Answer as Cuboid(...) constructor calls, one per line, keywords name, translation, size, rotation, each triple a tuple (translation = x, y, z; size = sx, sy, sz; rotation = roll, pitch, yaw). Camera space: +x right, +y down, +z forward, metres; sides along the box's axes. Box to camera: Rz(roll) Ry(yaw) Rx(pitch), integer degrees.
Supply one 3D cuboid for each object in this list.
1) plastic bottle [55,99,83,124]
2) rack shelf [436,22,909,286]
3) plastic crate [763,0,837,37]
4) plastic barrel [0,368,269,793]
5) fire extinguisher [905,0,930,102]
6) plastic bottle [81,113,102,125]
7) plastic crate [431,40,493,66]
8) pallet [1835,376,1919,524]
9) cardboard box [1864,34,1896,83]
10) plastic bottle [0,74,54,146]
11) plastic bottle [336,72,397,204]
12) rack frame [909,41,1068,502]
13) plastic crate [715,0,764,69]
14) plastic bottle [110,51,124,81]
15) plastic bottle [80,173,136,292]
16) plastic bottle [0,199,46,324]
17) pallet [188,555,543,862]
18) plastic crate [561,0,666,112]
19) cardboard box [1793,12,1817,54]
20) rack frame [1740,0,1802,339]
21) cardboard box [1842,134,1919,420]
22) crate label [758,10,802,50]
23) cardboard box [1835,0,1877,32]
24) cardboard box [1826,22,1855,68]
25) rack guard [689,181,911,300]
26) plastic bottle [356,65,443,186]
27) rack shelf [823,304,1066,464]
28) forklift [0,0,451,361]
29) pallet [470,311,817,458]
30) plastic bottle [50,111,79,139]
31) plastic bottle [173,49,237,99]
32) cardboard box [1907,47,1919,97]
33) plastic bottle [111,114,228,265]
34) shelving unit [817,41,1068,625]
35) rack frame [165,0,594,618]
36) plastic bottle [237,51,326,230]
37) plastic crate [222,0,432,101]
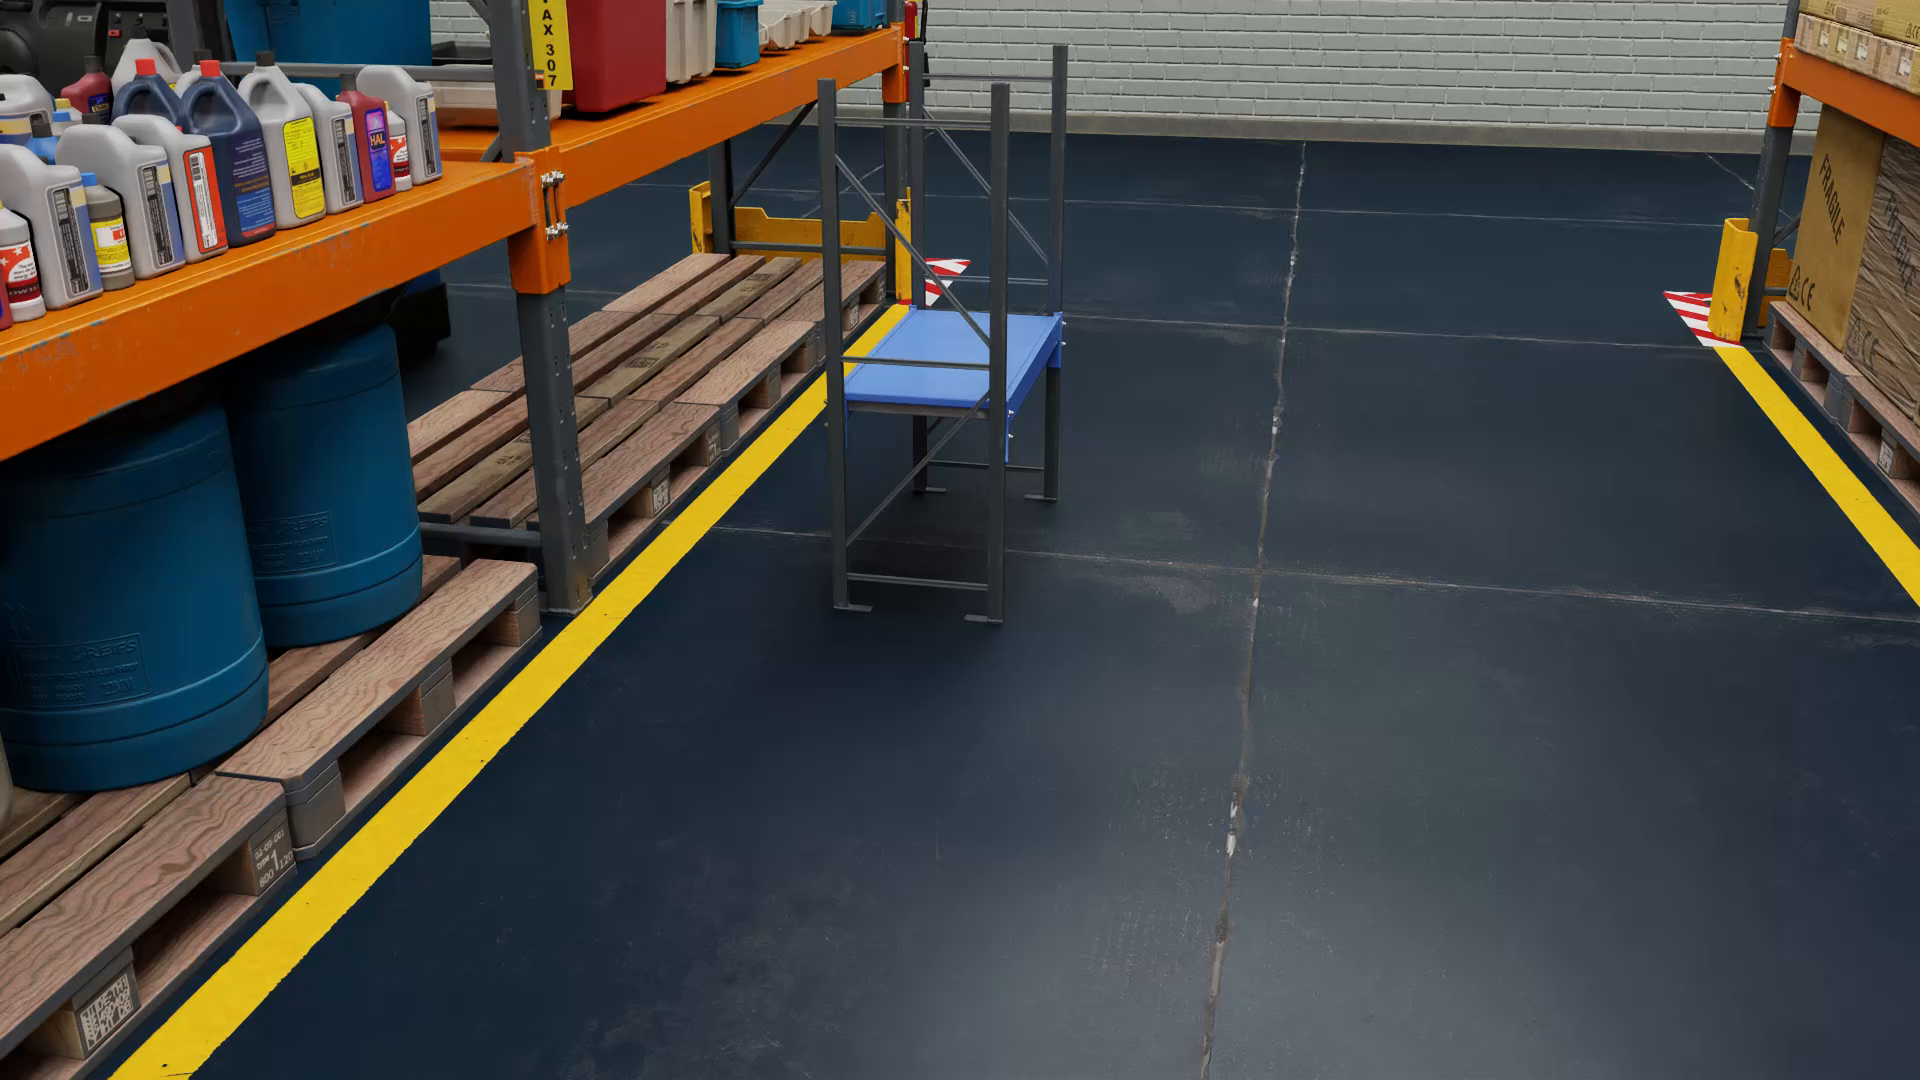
Cuboid(name="plastic bottle", translation=(-2.108, -0.940, 3.939), size=(0.097, 0.201, 0.097), rotation=(0, 22, 0))
Cuboid(name="rack shelf", translation=(-1.175, -1.624, 6.334), size=(1.077, 0.370, 4.000), rotation=(4, 22, 11))
Cuboid(name="plastic crate", translation=(-0.756, -2.283, 7.279), size=(0.396, 0.136, 0.243), rotation=(4, 22, 11))
Cuboid(name="plastic barrel", translation=(-1.855, 0.009, 3.564), size=(0.600, 0.901, 0.708), rotation=(4, 22, 11))
Cuboid(name="fire extinguisher", translation=(-0.291, -2.501, 8.151), size=(0.296, 0.674, 0.183), rotation=(4, 22, 11))
Cuboid(name="plastic bottle", translation=(-1.650, -0.683, 3.206), size=(0.097, 0.271, 0.097), rotation=(0, 22, 0))
Cuboid(name="plastic crate", translation=(-1.618, -1.557, 5.491), size=(0.437, 0.125, 0.590), rotation=(4, 22, 11))
Cuboid(name="pallet", translation=(3.744, -0.275, 5.754), size=(1.003, 0.211, 1.213), rotation=(4, 22, 11))
Cuboid(name="cardboard box", translation=(3.479, -1.715, 5.932), size=(0.380, 0.149, 0.250), rotation=(4, 22, 10))
Cuboid(name="plastic bottle", translation=(-2.125, -0.895, 3.727), size=(0.152, 0.276, 0.135), rotation=(4, 22, 11))
Cuboid(name="plastic bottle", translation=(-1.350, -0.916, 3.768), size=(0.061, 0.283, 0.133), rotation=(4, 22, 11))
Cuboid(name="rack frame", translation=(0.086, -0.850, 5.458), size=(0.500, 1.500, 0.032), rotation=(4, 22, 11))
Cuboid(name="plastic crate", translation=(-0.935, -1.869, 6.123), size=(0.416, 0.233, 0.300), rotation=(4, 22, 11))
Cuboid(name="plastic bottle", translation=(-2.076, -1.071, 4.153), size=(0.061, 0.283, 0.133), rotation=(4, 22, 11))
Cuboid(name="plastic bottle", translation=(-1.549, -0.554, 2.980), size=(0.097, 0.201, 0.097), rotation=(0, 22, 0))
Cuboid(name="plastic bottle", translation=(-1.596, -0.469, 2.769), size=(0.097, 0.201, 0.097), rotation=(0, 22, 0))
Cuboid(name="pallet", translation=(-1.781, 0.346, 4.212), size=(1.003, 0.211, 1.213), rotation=(4, 22, 11))
Cuboid(name="plastic crate", translation=(-1.155, -1.591, 5.124), size=(0.402, 0.464, 0.583), rotation=(4, 22, 11))
Cuboid(name="cardboard box", translation=(3.686, -2.091, 6.866), size=(0.380, 0.149, 0.250), rotation=(5, 22, 12))
Cuboid(name="rack frame", translation=(4.082, -2.312, 7.079), size=(1.000, 3.000, 0.127), rotation=(4, 22, 11))
Cuboid(name="cardboard box", translation=(3.844, -0.948, 5.975), size=(0.875, 0.875, 0.875), rotation=(4, 22, 11))
Cuboid(name="crate label", translation=(-0.862, -2.074, 6.761), size=(0.396, 0.136, 0.243), rotation=(4, 22, 11))
Cuboid(name="cardboard box", translation=(3.620, -2.035, 6.193), size=(0.500, 0.250, 0.500), rotation=(4, 22, 10))
Cuboid(name="cardboard box", translation=(3.584, -1.903, 6.400), size=(0.380, 0.149, 0.250), rotation=(4, 22, 10))
Cuboid(name="rack guard", translation=(-0.775, -1.540, 8.507), size=(1.175, 0.500, 0.348), rotation=(4, 22, 11))
Cuboid(name="plastic bottle", translation=(-1.347, -1.000, 3.988), size=(0.152, 0.276, 0.135), rotation=(4, 22, 11))
Cuboid(name="rack shelf", translation=(-0.017, -0.498, 5.063), size=(0.538, 0.185, 1.000), rotation=(4, 22, 11))
Cuboid(name="forklift", translation=(-3.229, -1.757, 5.793), size=(1.130, 2.935, 3.031), rotation=(7, 23, 17))
Cuboid(name="pallet", translation=(-1.224, -0.652, 6.691), size=(1.003, 0.211, 1.213), rotation=(4, 22, 11))
Cuboid(name="plastic bottle", translation=(-1.999, -0.858, 3.734), size=(0.097, 0.201, 0.097), rotation=(0, 22, 0))
Cuboid(name="plastic bottle", translation=(-1.591, -0.854, 3.524), size=(0.144, 0.351, 0.185), rotation=(4, 22, 11))
Cuboid(name="cardboard box", translation=(3.374, -1.528, 5.469), size=(0.380, 0.149, 0.250), rotation=(4, 22, 10))
Cuboid(name="plastic bottle", translation=(-1.525, -0.682, 3.198), size=(0.152, 0.276, 0.135), rotation=(4, 22, 11))
Cuboid(name="shelving unit", translation=(-0.017, -0.665, 4.996), size=(0.538, 1.500, 1.048), rotation=(4, 22, 11))
Cuboid(name="rack frame", translation=(-1.583, -1.227, 4.384), size=(1.000, 3.000, 0.127), rotation=(4, 22, 11))
Cuboid(name="plastic bottle", translation=(-1.450, -0.843, 3.496), size=(0.144, 0.351, 0.185), rotation=(4, 22, 11))
Cuboid(name="plastic crate", translation=(-1.822, -1.444, 4.864), size=(0.392, 0.384, 0.575), rotation=(4, 22, 11))
